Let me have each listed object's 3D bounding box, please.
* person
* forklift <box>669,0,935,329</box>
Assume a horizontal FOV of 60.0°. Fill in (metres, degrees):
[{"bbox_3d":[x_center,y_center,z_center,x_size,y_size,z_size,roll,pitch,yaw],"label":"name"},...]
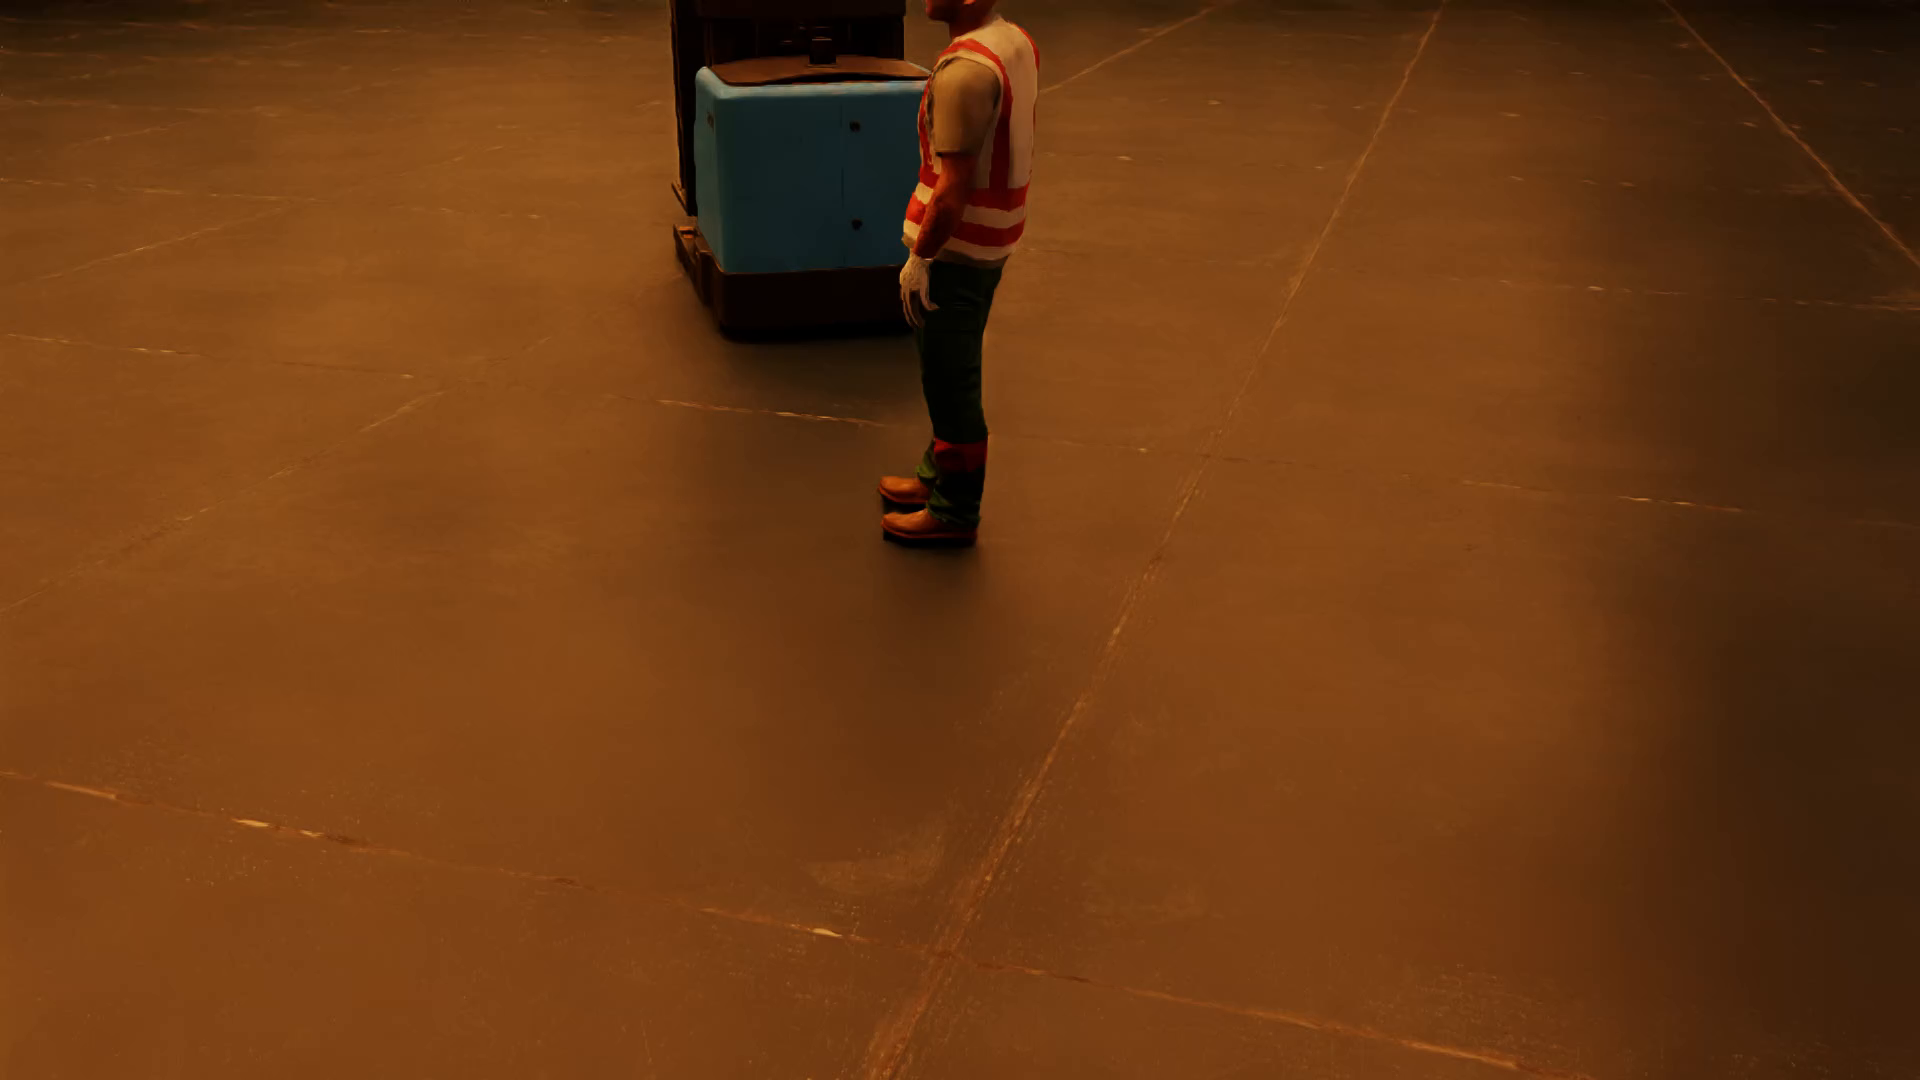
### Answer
[{"bbox_3d":[-0.073,-0.847,4.808,0.563,1.787,0.637,7,23,16],"label":"person"},{"bbox_3d":[-0.874,-2.791,8.041,1.130,2.935,3.031,-6,23,-14],"label":"forklift"}]
